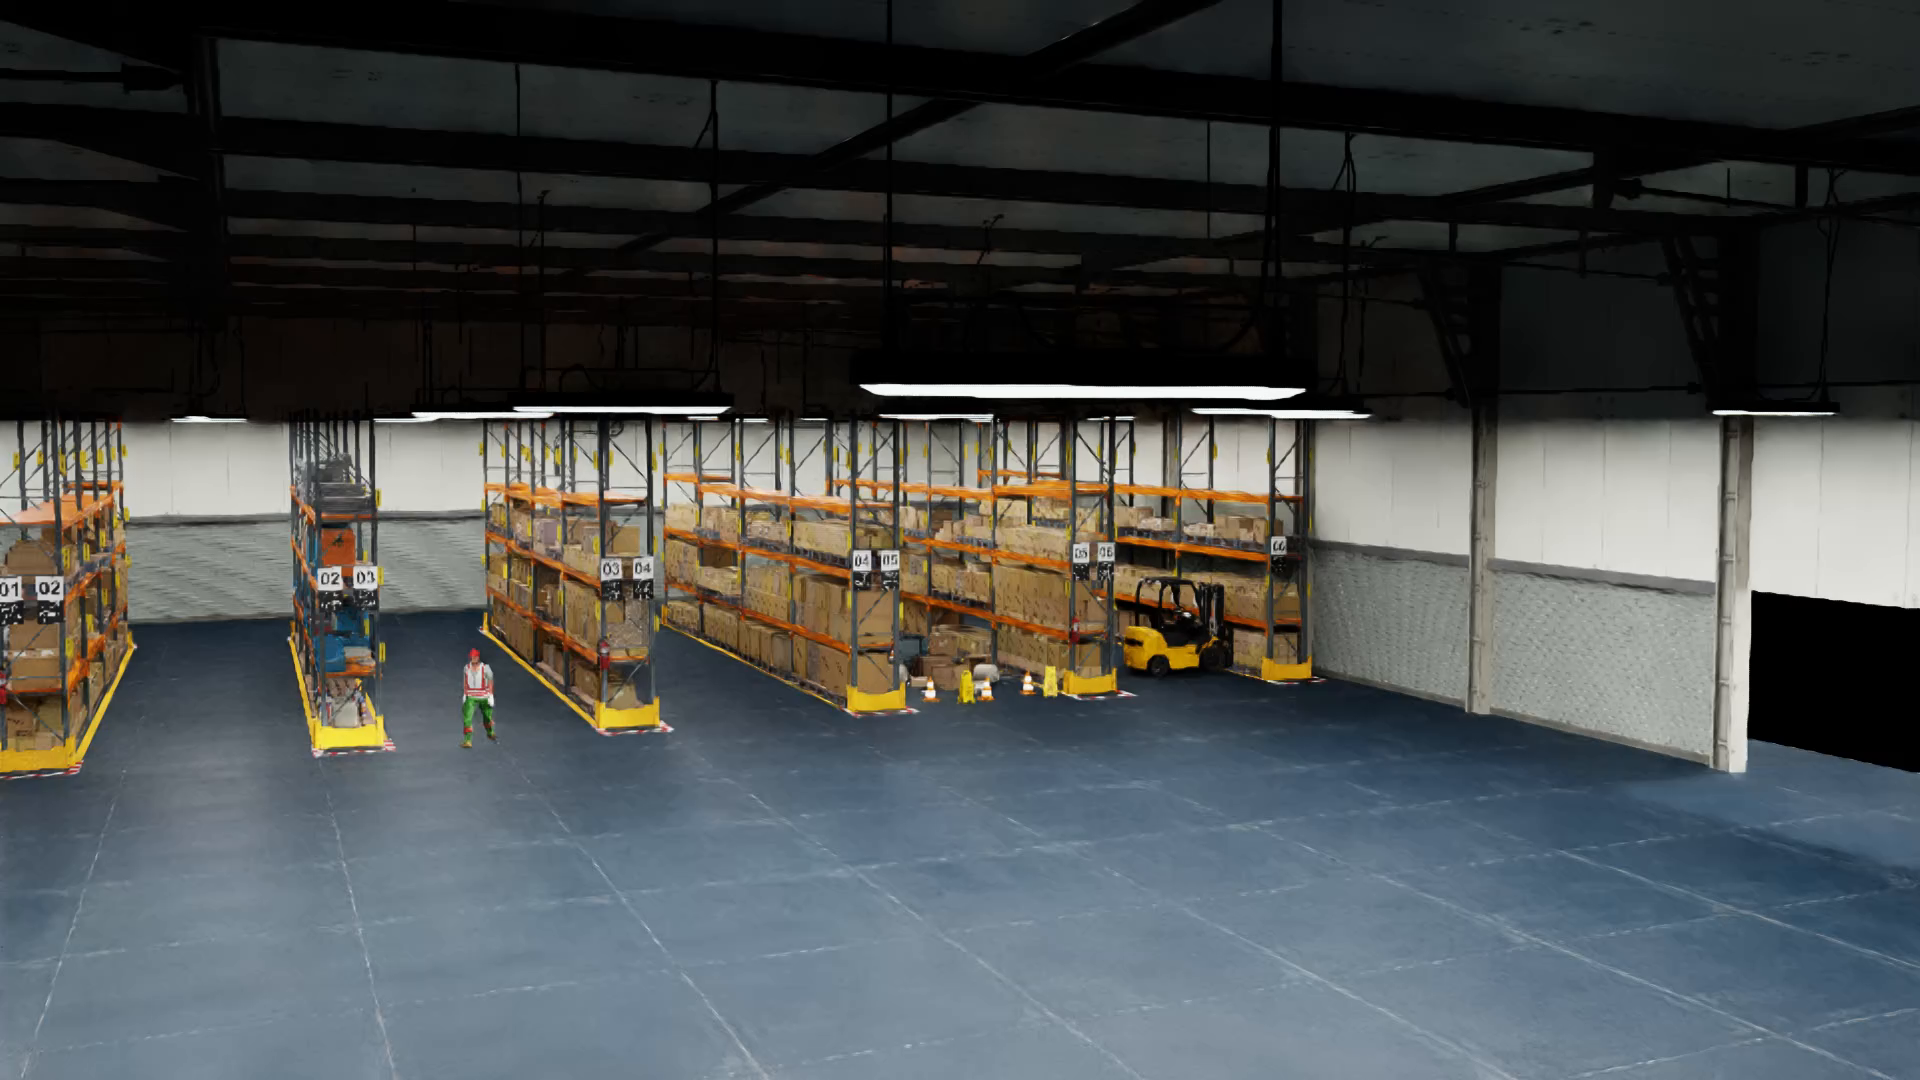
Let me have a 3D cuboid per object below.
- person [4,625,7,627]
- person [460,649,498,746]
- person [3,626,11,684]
[{"bbox_3d":[-21.928,2.223,38.738,0.593,1.589,0.509,-2,4,-25],"label":"person"},{"bbox_3d":[-8.606,2.785,29.680,0.593,1.734,0.988,0,4,-3],"label":"person"},{"bbox_3d":[-20.104,2.408,34.846,0.551,1.707,1.109,-2,4,-25],"label":"person"}]
